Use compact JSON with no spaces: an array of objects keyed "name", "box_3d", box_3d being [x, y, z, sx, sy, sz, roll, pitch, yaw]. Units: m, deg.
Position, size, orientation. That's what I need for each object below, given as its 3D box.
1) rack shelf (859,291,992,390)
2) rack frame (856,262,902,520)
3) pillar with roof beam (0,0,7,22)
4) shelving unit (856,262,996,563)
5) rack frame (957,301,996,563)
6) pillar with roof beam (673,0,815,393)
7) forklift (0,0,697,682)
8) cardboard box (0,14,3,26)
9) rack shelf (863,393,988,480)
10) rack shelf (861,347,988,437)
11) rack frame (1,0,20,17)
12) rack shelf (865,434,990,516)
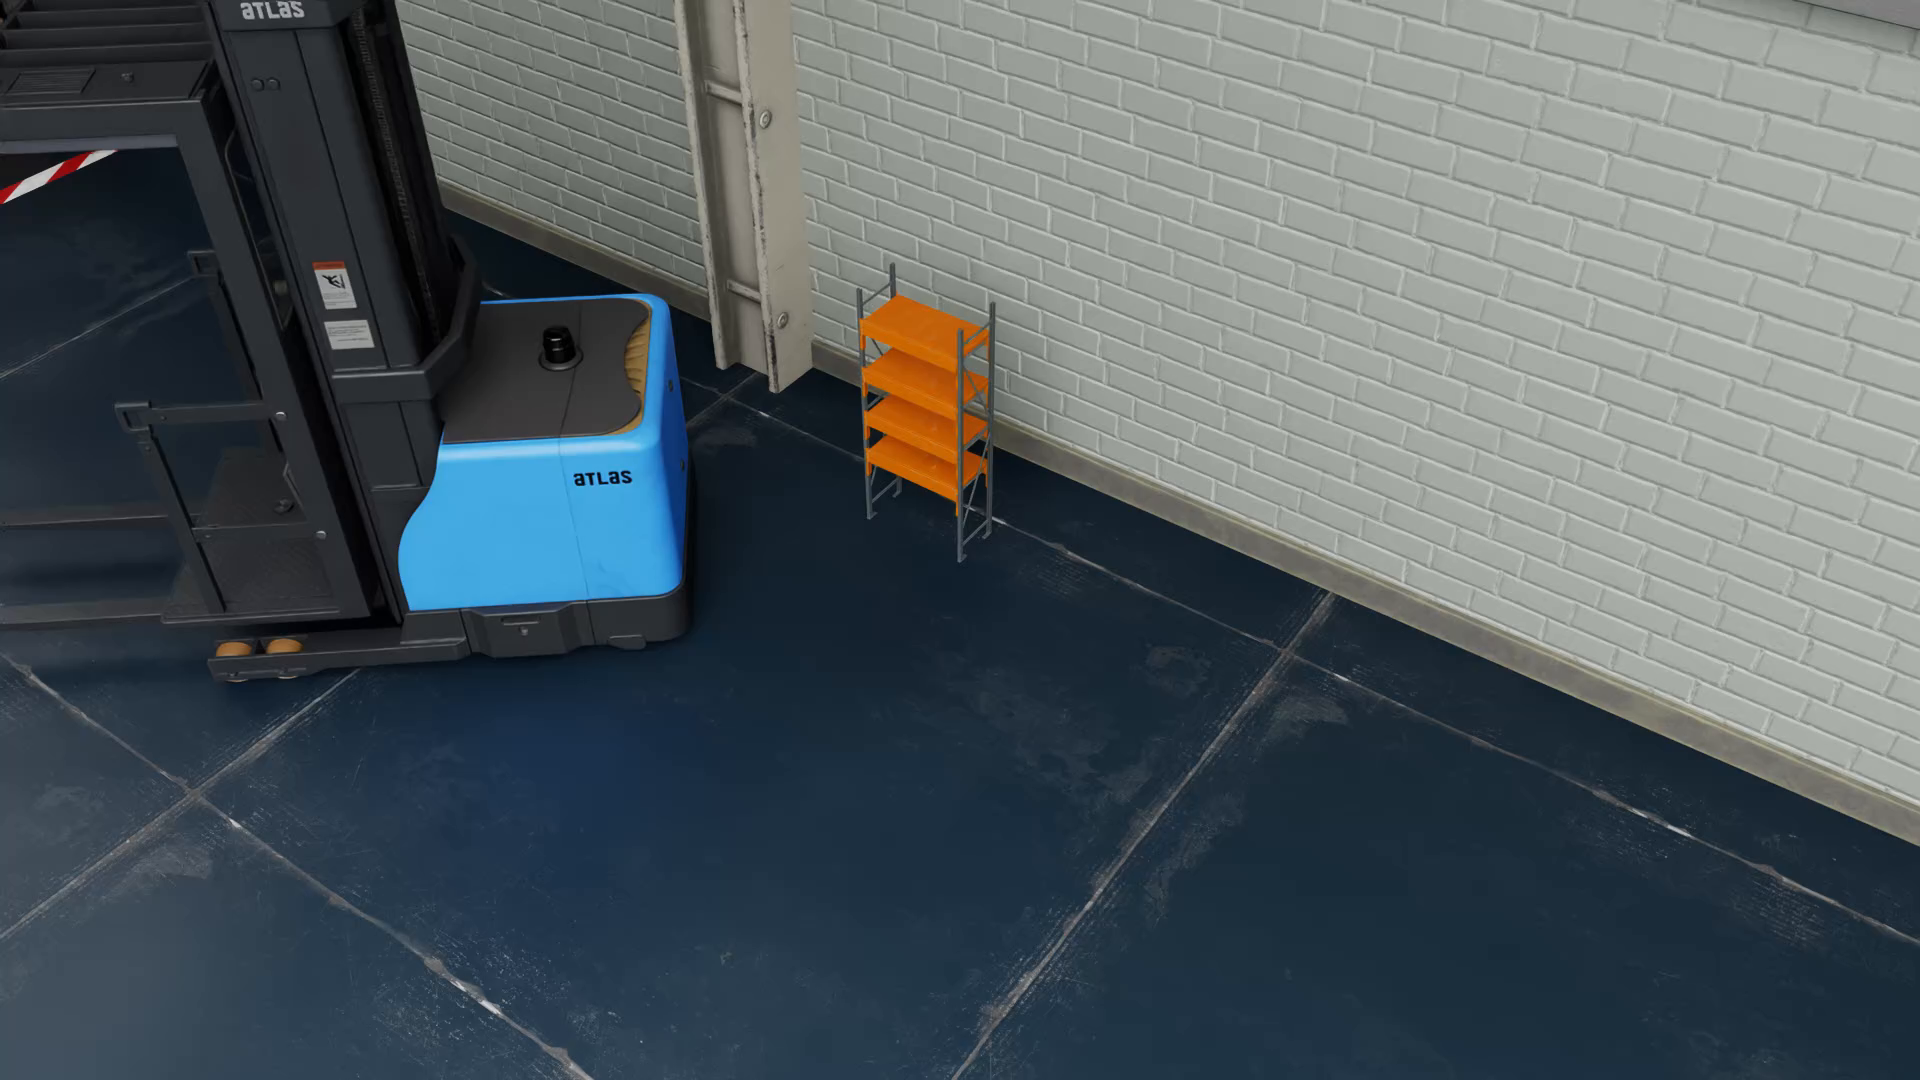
[{"name":"rack shelf","box_3d":[-0.136,-0.803,6.659,0.480,0.148,0.258,25,48,25]},{"name":"rack frame","box_3d":[-0.335,-0.604,7.025,0.015,1.200,0.240,25,48,25]},{"name":"pillar with roof beam","box_3d":[-8.342,-4.167,5.158,0.400,9.000,9.100,25,48,25]},{"name":"shelving unit","box_3d":[-0.136,-0.511,6.921,0.503,1.200,0.258,25,48,25]},{"name":"rack frame","box_3d":[0.064,-0.417,6.816,0.015,1.200,0.240,25,48,25]},{"name":"pillar with roof beam","box_3d":[-3.429,-1.870,2.591,0.400,9.000,9.100,25,48,25]},{"name":"forklift","box_3d":[-2.639,-0.897,6.055,3.031,2.935,1.130,-3,42,-4]},{"name":"cardboard box","box_3d":[-6.083,-3.134,9.876,0.500,0.250,0.500,26,48,26]},{"name":"rack shelf","box_3d":[-0.136,-0.460,6.966,0.480,0.148,0.258,25,48,25]},{"name":"rack shelf","box_3d":[-0.136,-0.627,6.816,0.480,0.148,0.258,25,48,25]},{"name":"rack frame","box_3d":[-5.817,-3.523,8.938,0.127,3.000,1.000,25,48,25]},{"name":"rack shelf","box_3d":[-0.136,-0.312,7.098,0.480,0.148,0.258,25,48,25]}]
